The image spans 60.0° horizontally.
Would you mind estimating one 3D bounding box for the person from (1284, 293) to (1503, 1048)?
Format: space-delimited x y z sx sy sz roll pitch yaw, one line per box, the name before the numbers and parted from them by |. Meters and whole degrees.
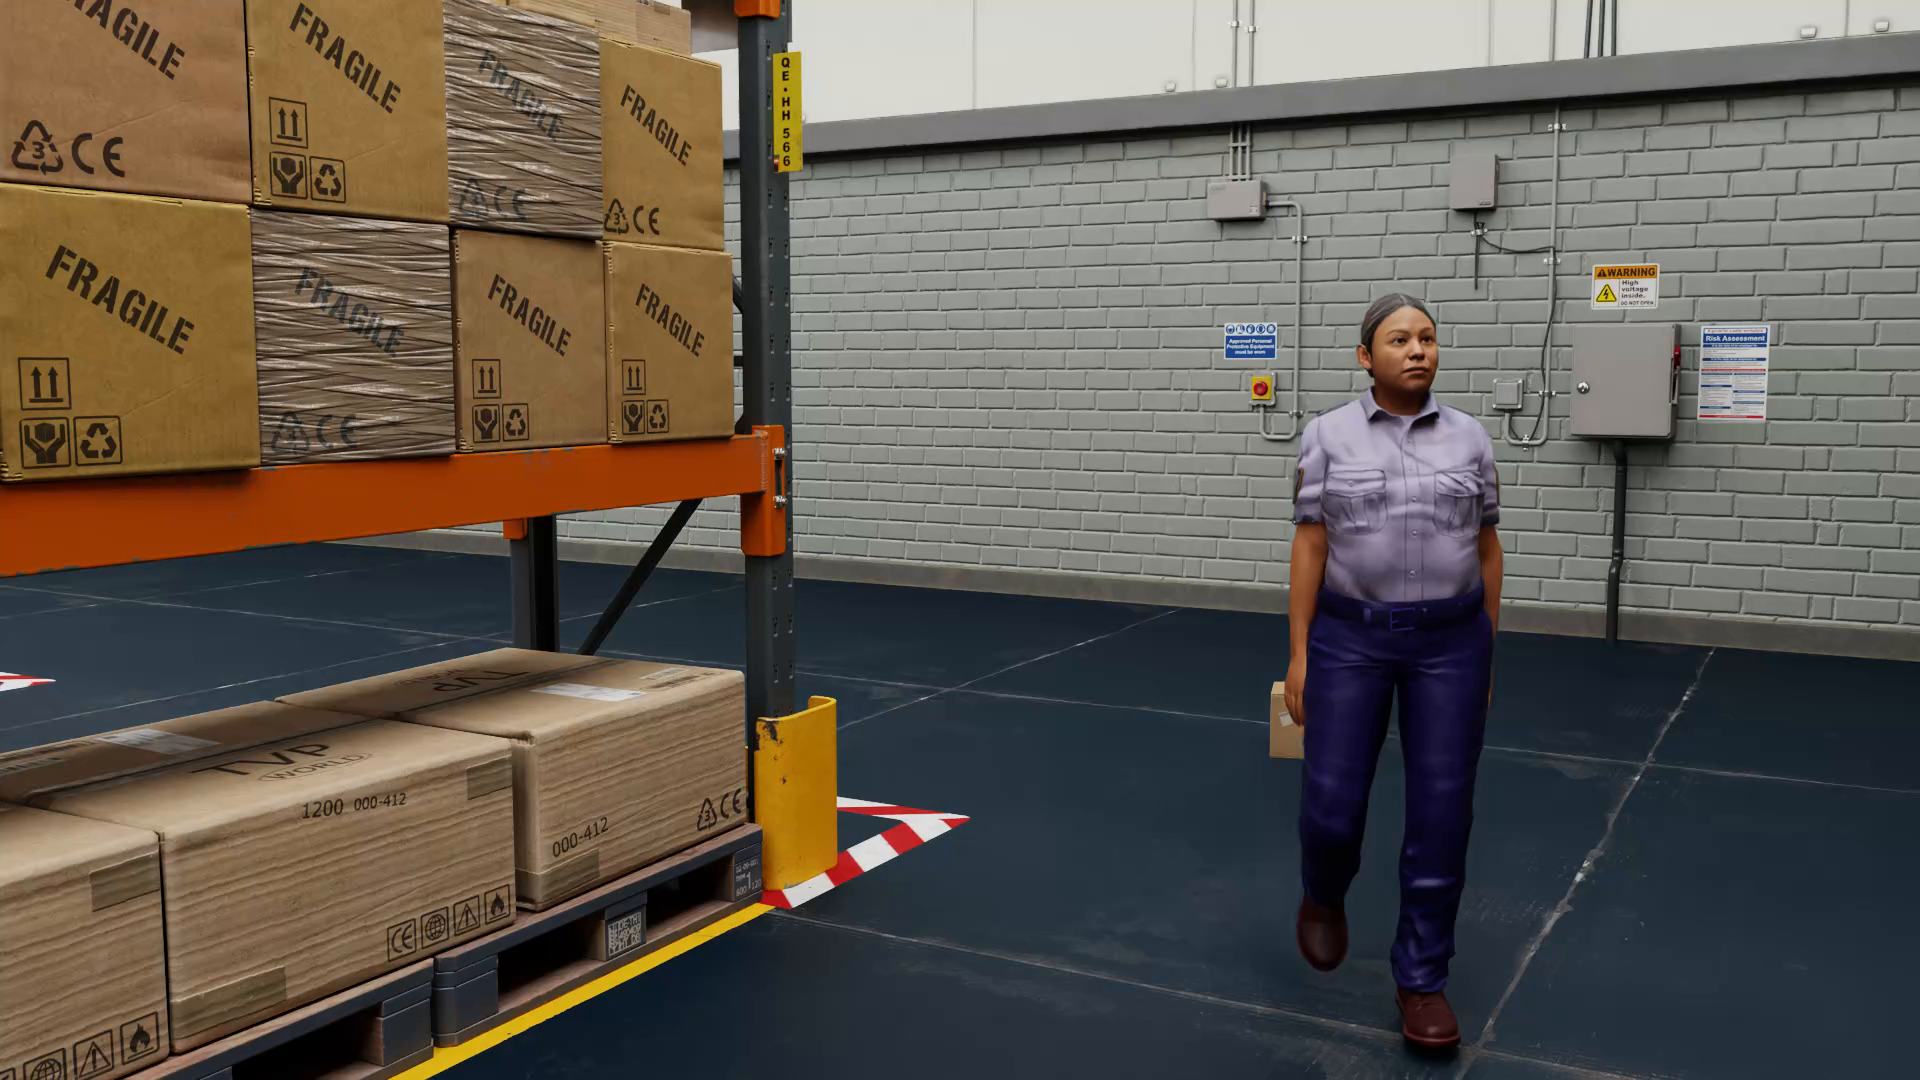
person | 0.978 0.265 3.755 0.485 1.633 0.529 1 6 5
